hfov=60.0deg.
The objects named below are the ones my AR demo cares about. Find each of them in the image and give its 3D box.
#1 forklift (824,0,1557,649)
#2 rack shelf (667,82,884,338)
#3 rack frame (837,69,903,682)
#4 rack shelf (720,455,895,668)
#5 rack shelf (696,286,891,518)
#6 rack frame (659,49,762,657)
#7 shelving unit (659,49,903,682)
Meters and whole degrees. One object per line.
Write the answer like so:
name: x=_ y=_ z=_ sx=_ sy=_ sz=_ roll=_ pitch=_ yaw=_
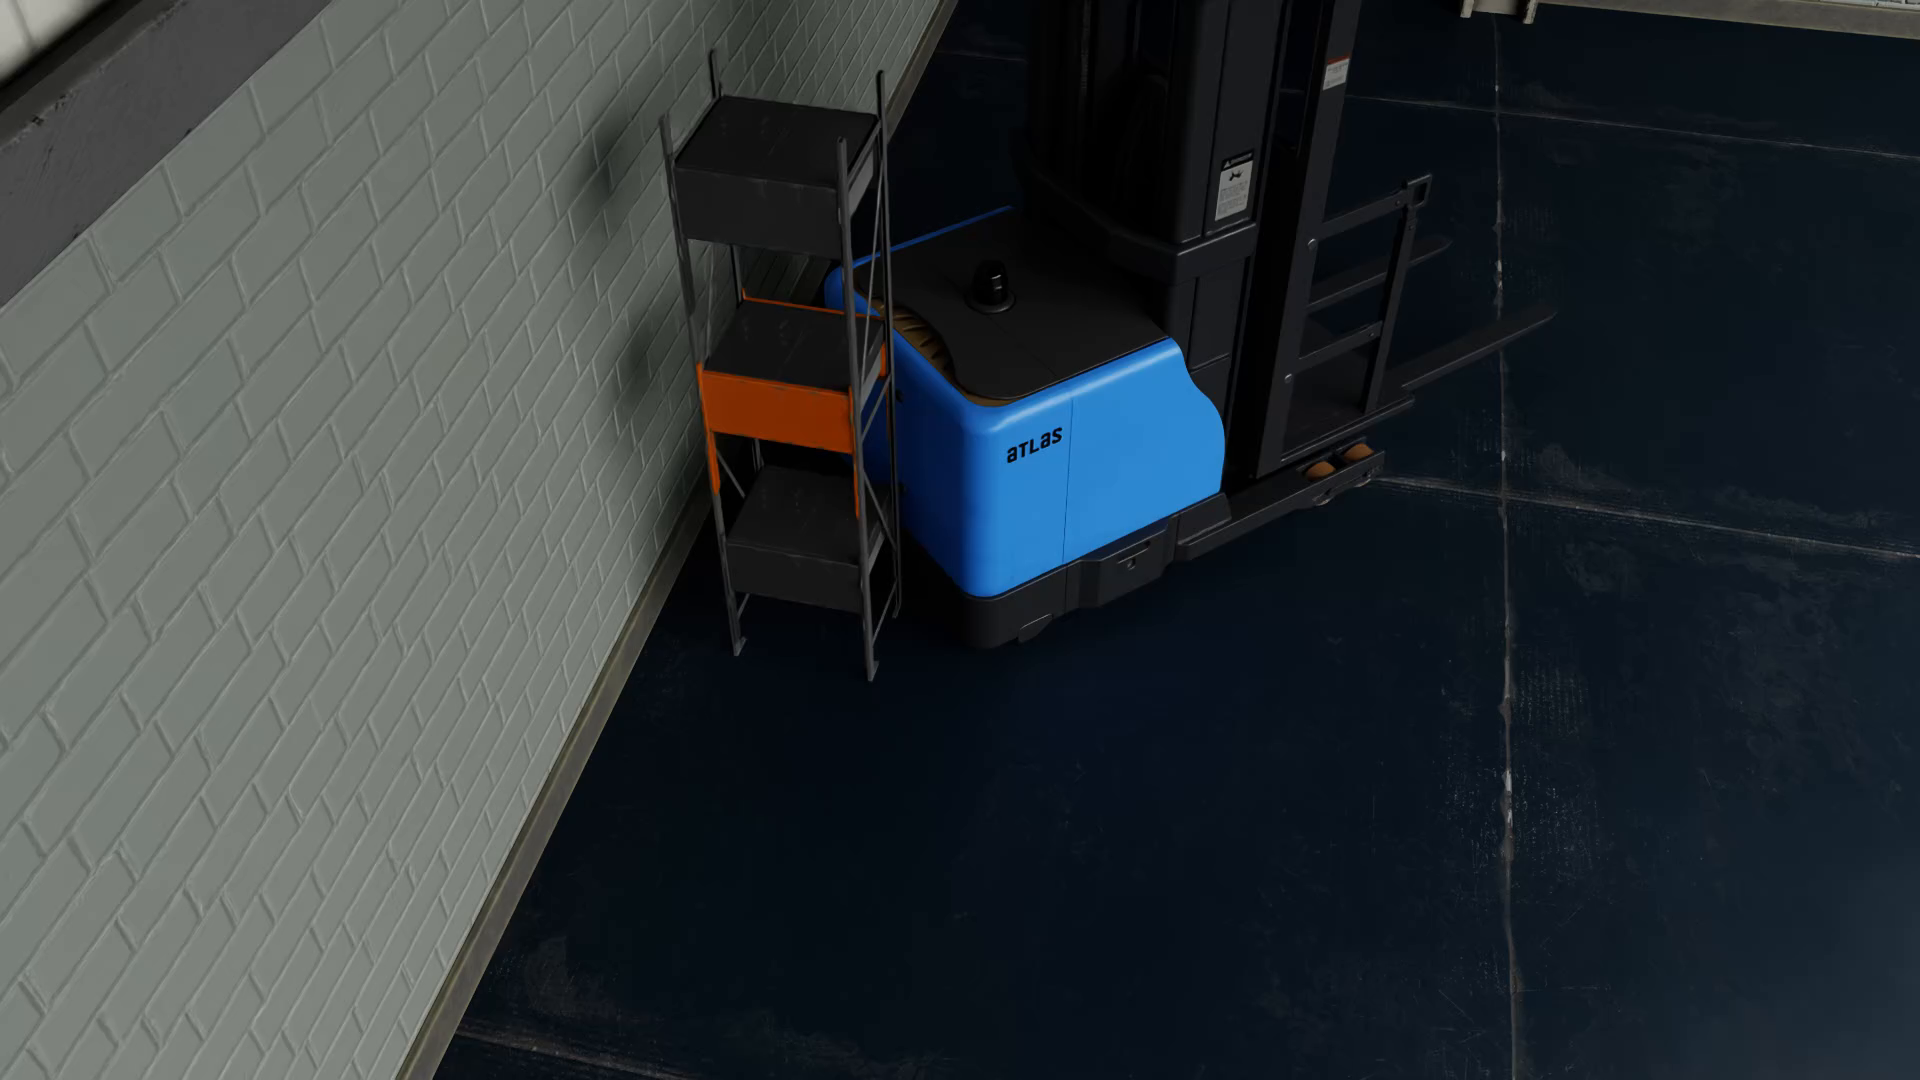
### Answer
forklift: x=1.037 y=-1.474 z=5.668 sx=3.031 sy=2.935 sz=1.130 roll=-24 pitch=49 yaw=-23
rack shelf: x=-0.500 y=-0.936 z=4.719 sx=0.480 sy=0.518 sz=0.431 roll=10 pitch=45 yaw=10
rack frame: x=-0.263 y=-0.401 z=5.152 sx=0.015 sy=2.100 sz=0.400 roll=10 pitch=45 yaw=10
rack shelf: x=-0.500 y=0.073 z=5.689 sx=0.480 sy=0.518 sz=0.431 roll=10 pitch=45 yaw=10
rack shelf: x=-0.500 y=-0.432 z=5.204 sx=0.480 sy=0.518 sz=0.431 roll=10 pitch=45 yaw=10
rack frame: x=-0.737 y=-0.482 z=5.237 sx=0.015 sy=2.100 sz=0.400 roll=10 pitch=45 yaw=10
shelving unit: x=-0.500 y=-0.441 z=5.195 sx=0.503 sy=2.100 sz=0.431 roll=10 pitch=45 yaw=10
